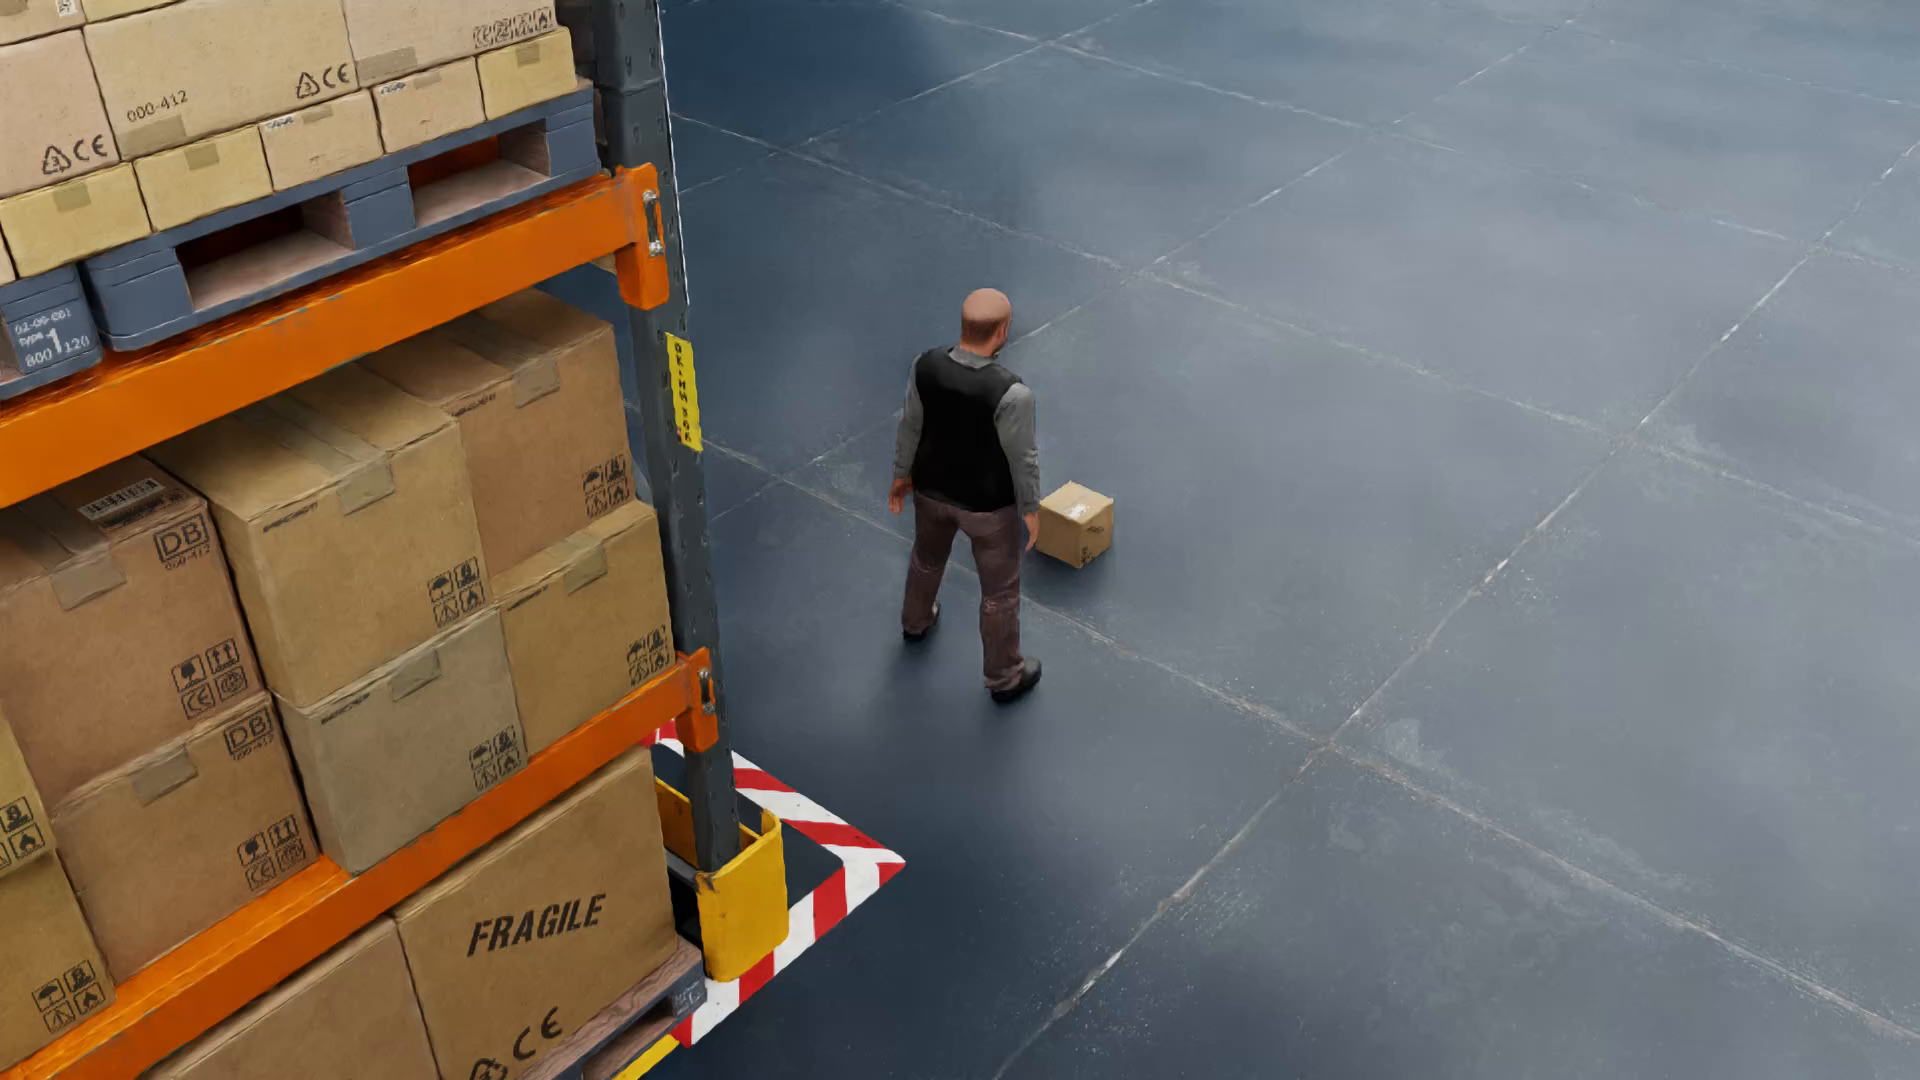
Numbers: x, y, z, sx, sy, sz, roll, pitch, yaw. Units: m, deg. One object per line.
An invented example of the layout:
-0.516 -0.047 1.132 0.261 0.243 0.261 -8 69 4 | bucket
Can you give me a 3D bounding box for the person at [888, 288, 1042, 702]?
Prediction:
0.031 -0.210 6.440 0.703 1.714 0.468 18 39 24 | person
